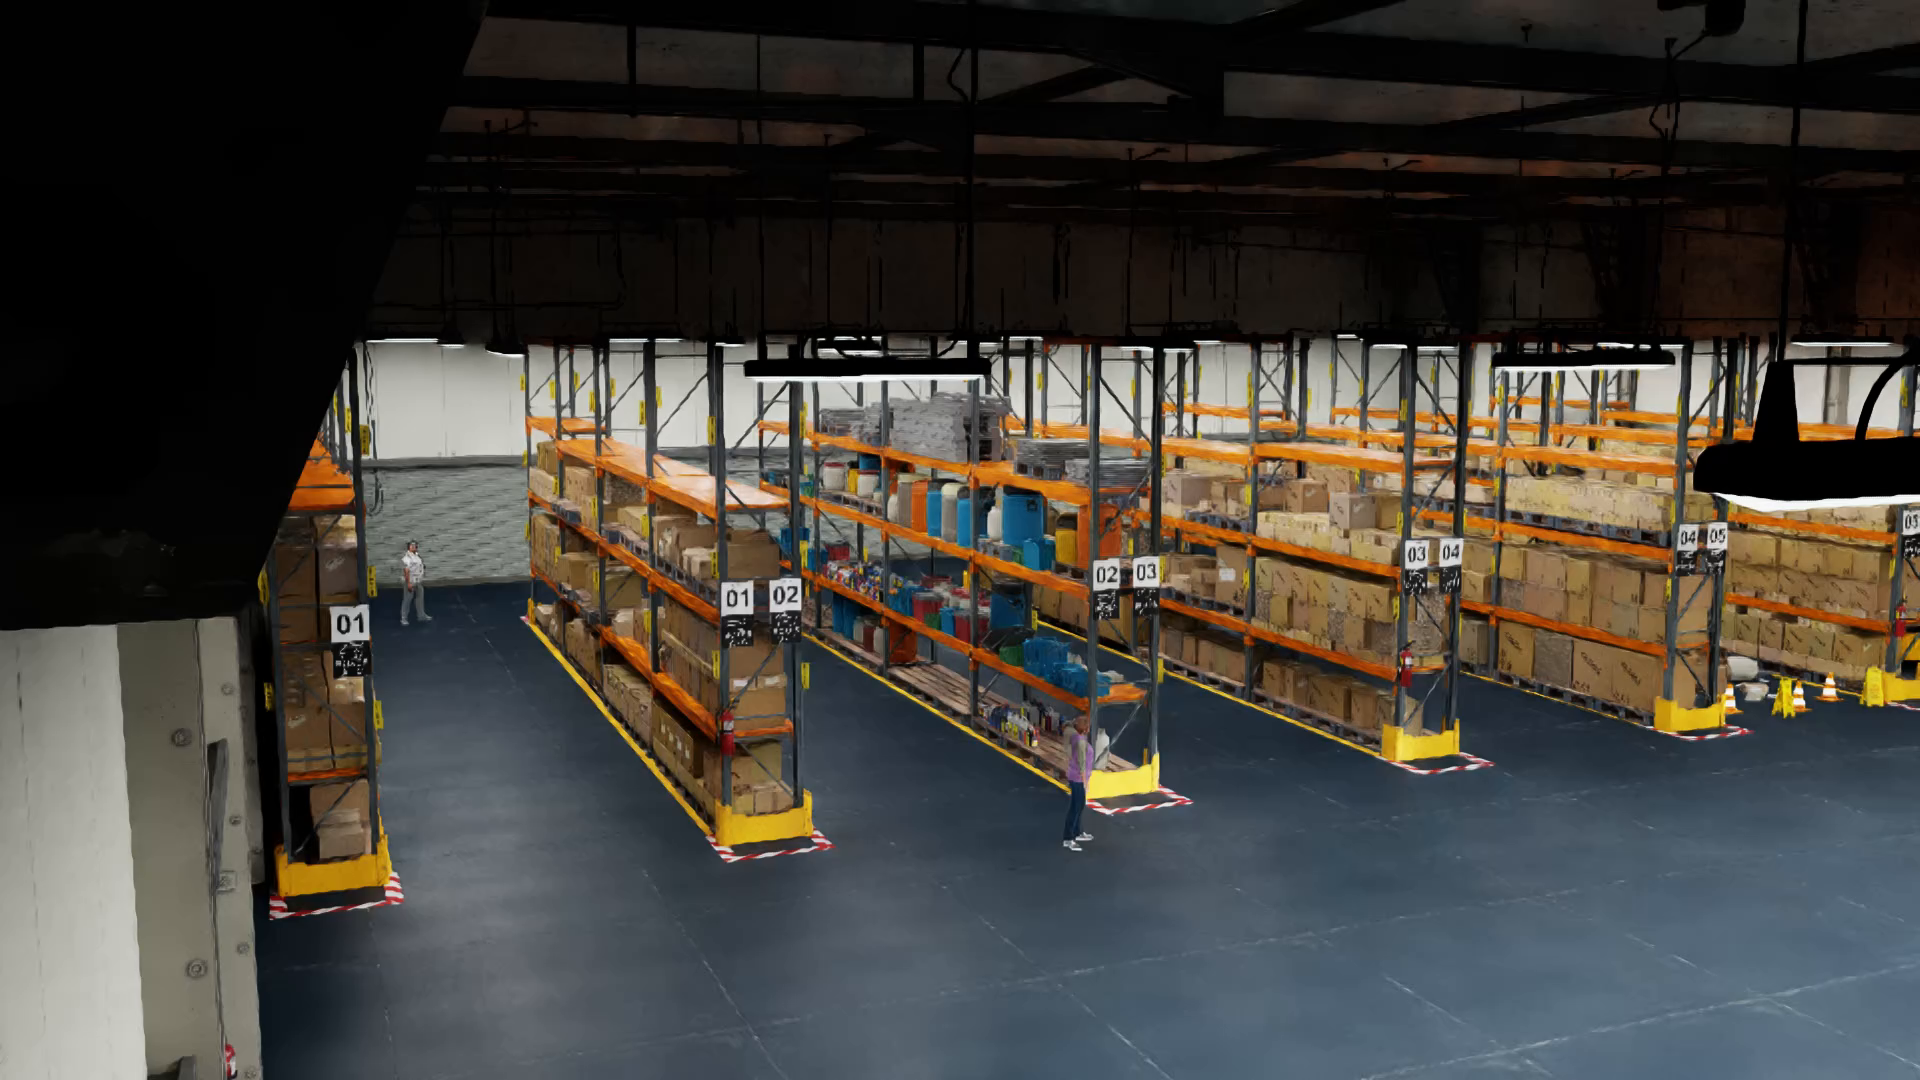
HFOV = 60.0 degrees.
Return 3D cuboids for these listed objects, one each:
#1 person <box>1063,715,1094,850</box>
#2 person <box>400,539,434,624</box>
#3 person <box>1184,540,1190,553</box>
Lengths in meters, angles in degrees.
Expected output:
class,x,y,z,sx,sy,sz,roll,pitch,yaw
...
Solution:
class,x,y,z,sx,sy,sz,roll,pitch,yaw
person,1.433,2.888,19.953,0.392,1.600,0.510,0,8,-2
person,-11.391,0.841,34.666,0.518,1.759,0.728,1,8,8
person,5.860,-0.238,42.855,0.632,1.787,0.496,5,9,31
